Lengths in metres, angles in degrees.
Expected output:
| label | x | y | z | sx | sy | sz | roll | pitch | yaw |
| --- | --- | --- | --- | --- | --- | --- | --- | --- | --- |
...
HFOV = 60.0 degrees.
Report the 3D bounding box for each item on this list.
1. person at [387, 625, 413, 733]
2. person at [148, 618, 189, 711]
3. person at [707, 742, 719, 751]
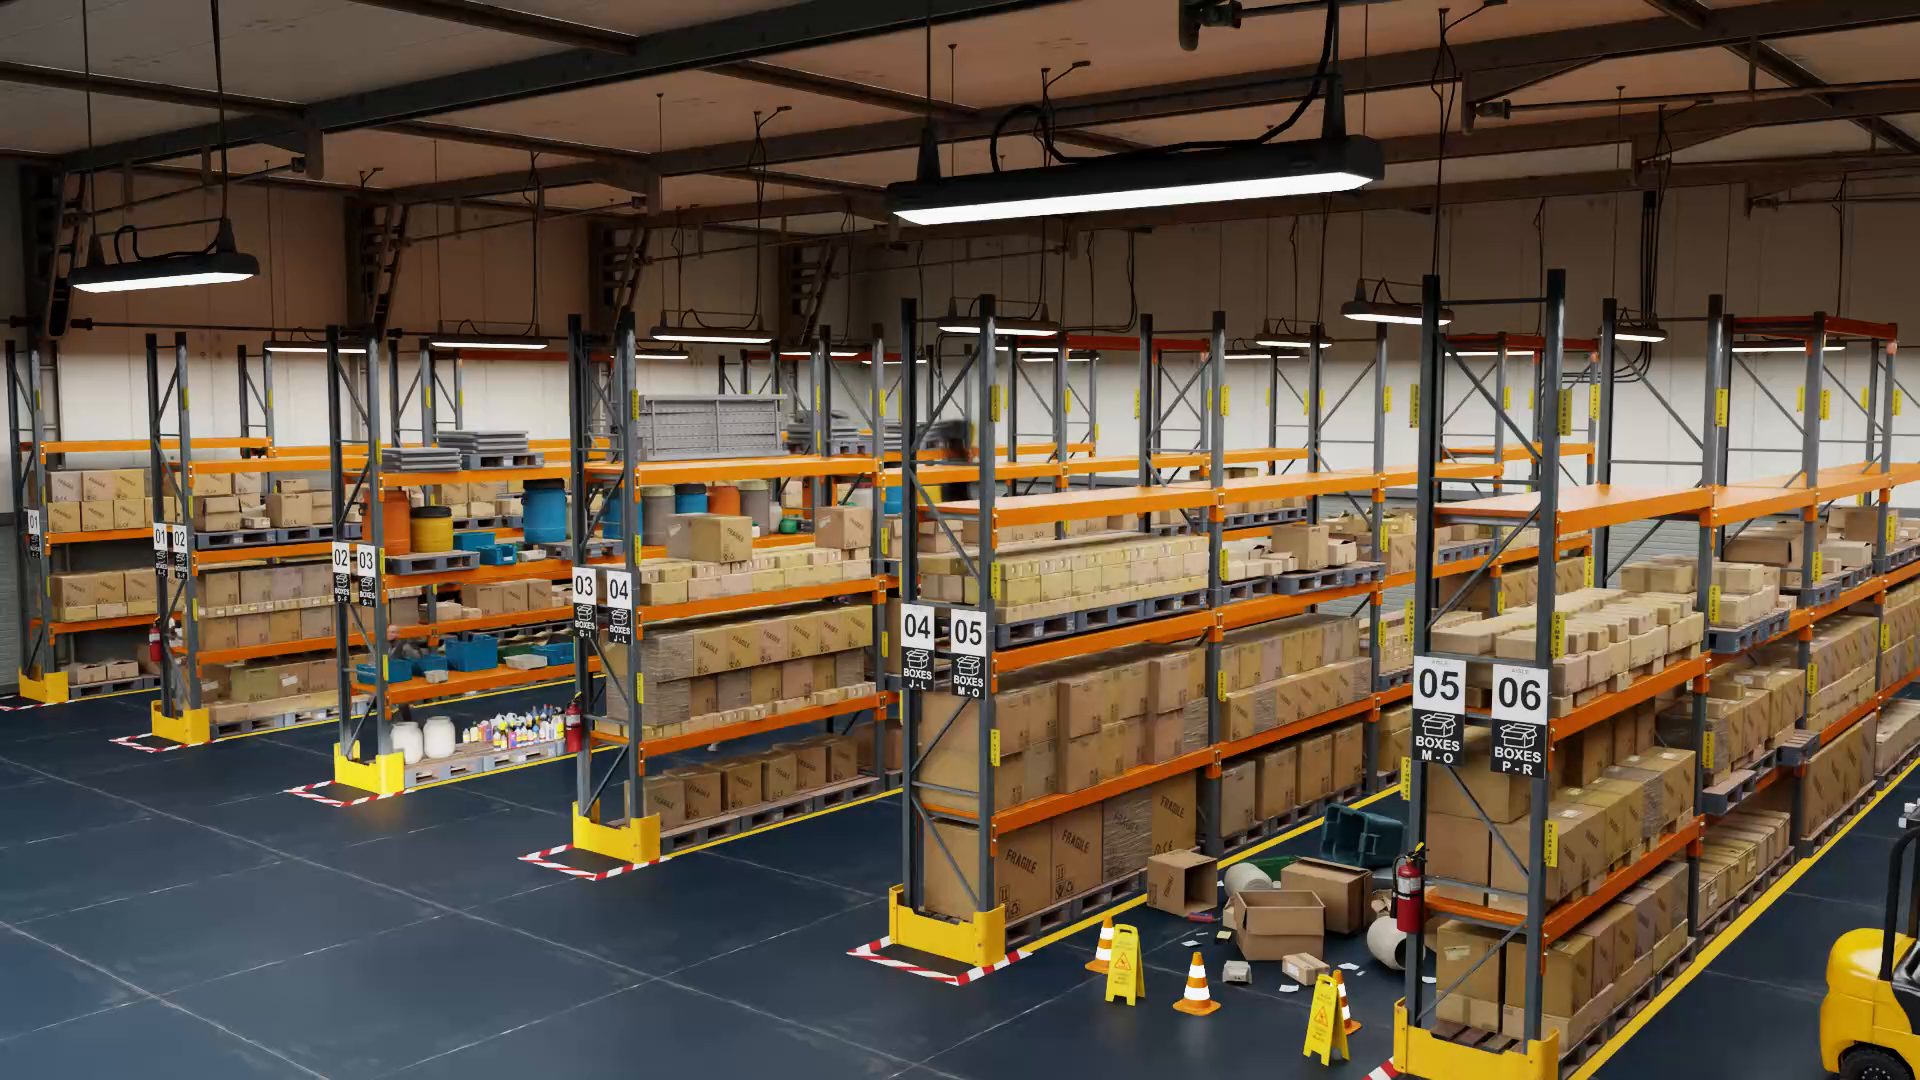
| label | x | y | z | sx | sy | sz | roll | pitch | yaw |
| --- | --- | --- | --- | --- | --- | --- | --- | --- | --- |
| person | -8.368 | 2.114 | 24.654 | 0.607 | 1.739 | 0.834 | 0 | 5 | 3 |
| person | -12.673 | 1.986 | 26.792 | 0.721 | 1.560 | 0.983 | -1 | 5 | -10 |
| person | -3.581 | 2.222 | 23.984 | 0.607 | 1.601 | 0.611 | 1 | 5 | 12 |
